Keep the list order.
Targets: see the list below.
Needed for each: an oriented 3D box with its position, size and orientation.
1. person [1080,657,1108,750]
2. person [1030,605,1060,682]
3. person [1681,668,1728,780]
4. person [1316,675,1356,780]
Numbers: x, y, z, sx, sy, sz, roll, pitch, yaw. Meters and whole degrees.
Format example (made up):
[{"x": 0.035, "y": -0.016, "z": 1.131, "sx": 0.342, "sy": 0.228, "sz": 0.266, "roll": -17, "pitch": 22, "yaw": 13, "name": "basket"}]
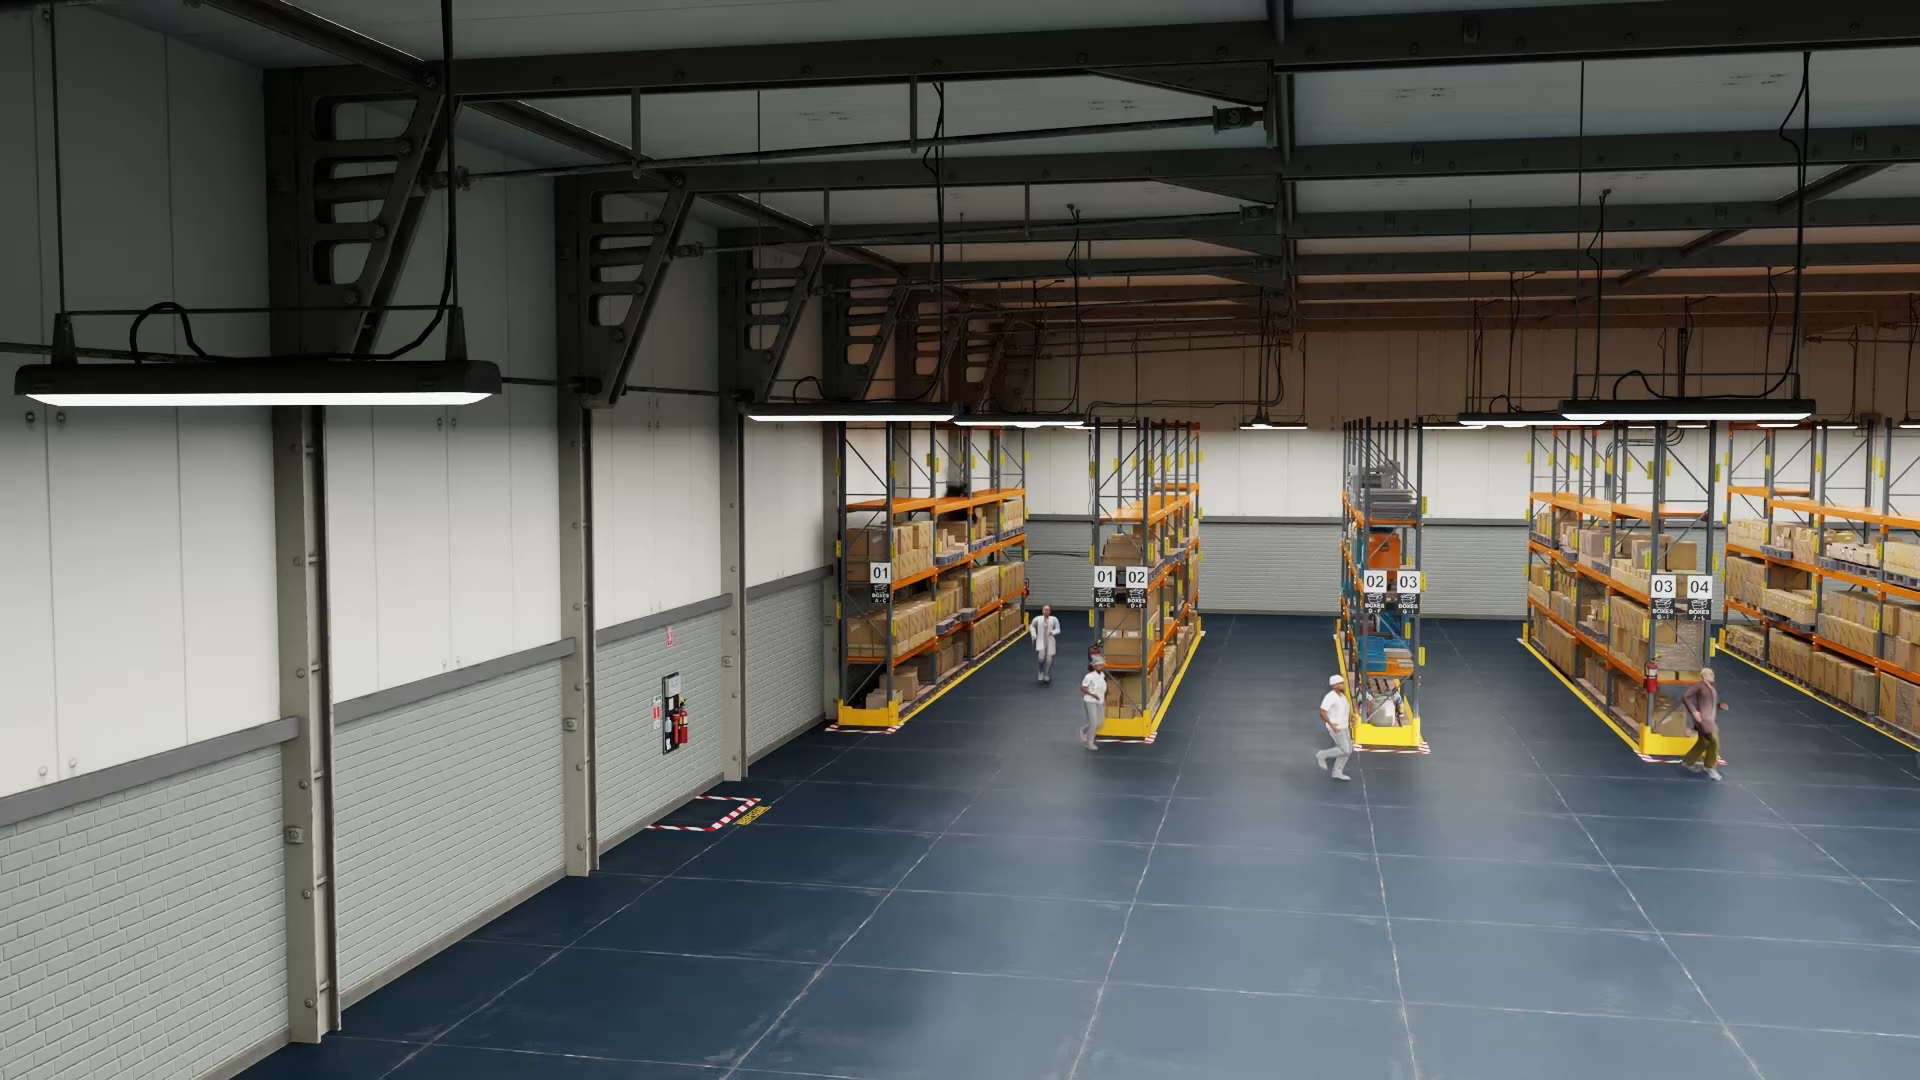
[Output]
[{"x": 2.445, "y": 2.951, "z": 30.231, "sx": 0.606, "sy": 1.651, "sz": 0.614, "roll": -3, "pitch": 5, "yaw": -37, "name": "person"}, {"x": 1.954, "y": 2.412, "z": 38.002, "sx": 0.685, "sy": 1.654, "sz": 0.698, "roll": 0, "pitch": 4, "yaw": 0, "name": "person"}, {"x": 12.429, "y": 3.041, "z": 27.743, "sx": 0.679, "sy": 1.812, "sz": 0.751, "roll": -3, "pitch": 5, "yaw": -40, "name": "person"}, {"x": 6.209, "y": 3.087, "z": 27.488, "sx": 0.585, "sy": 1.723, "sz": 0.708, "roll": 3, "pitch": 5, "yaw": 35, "name": "person"}]
